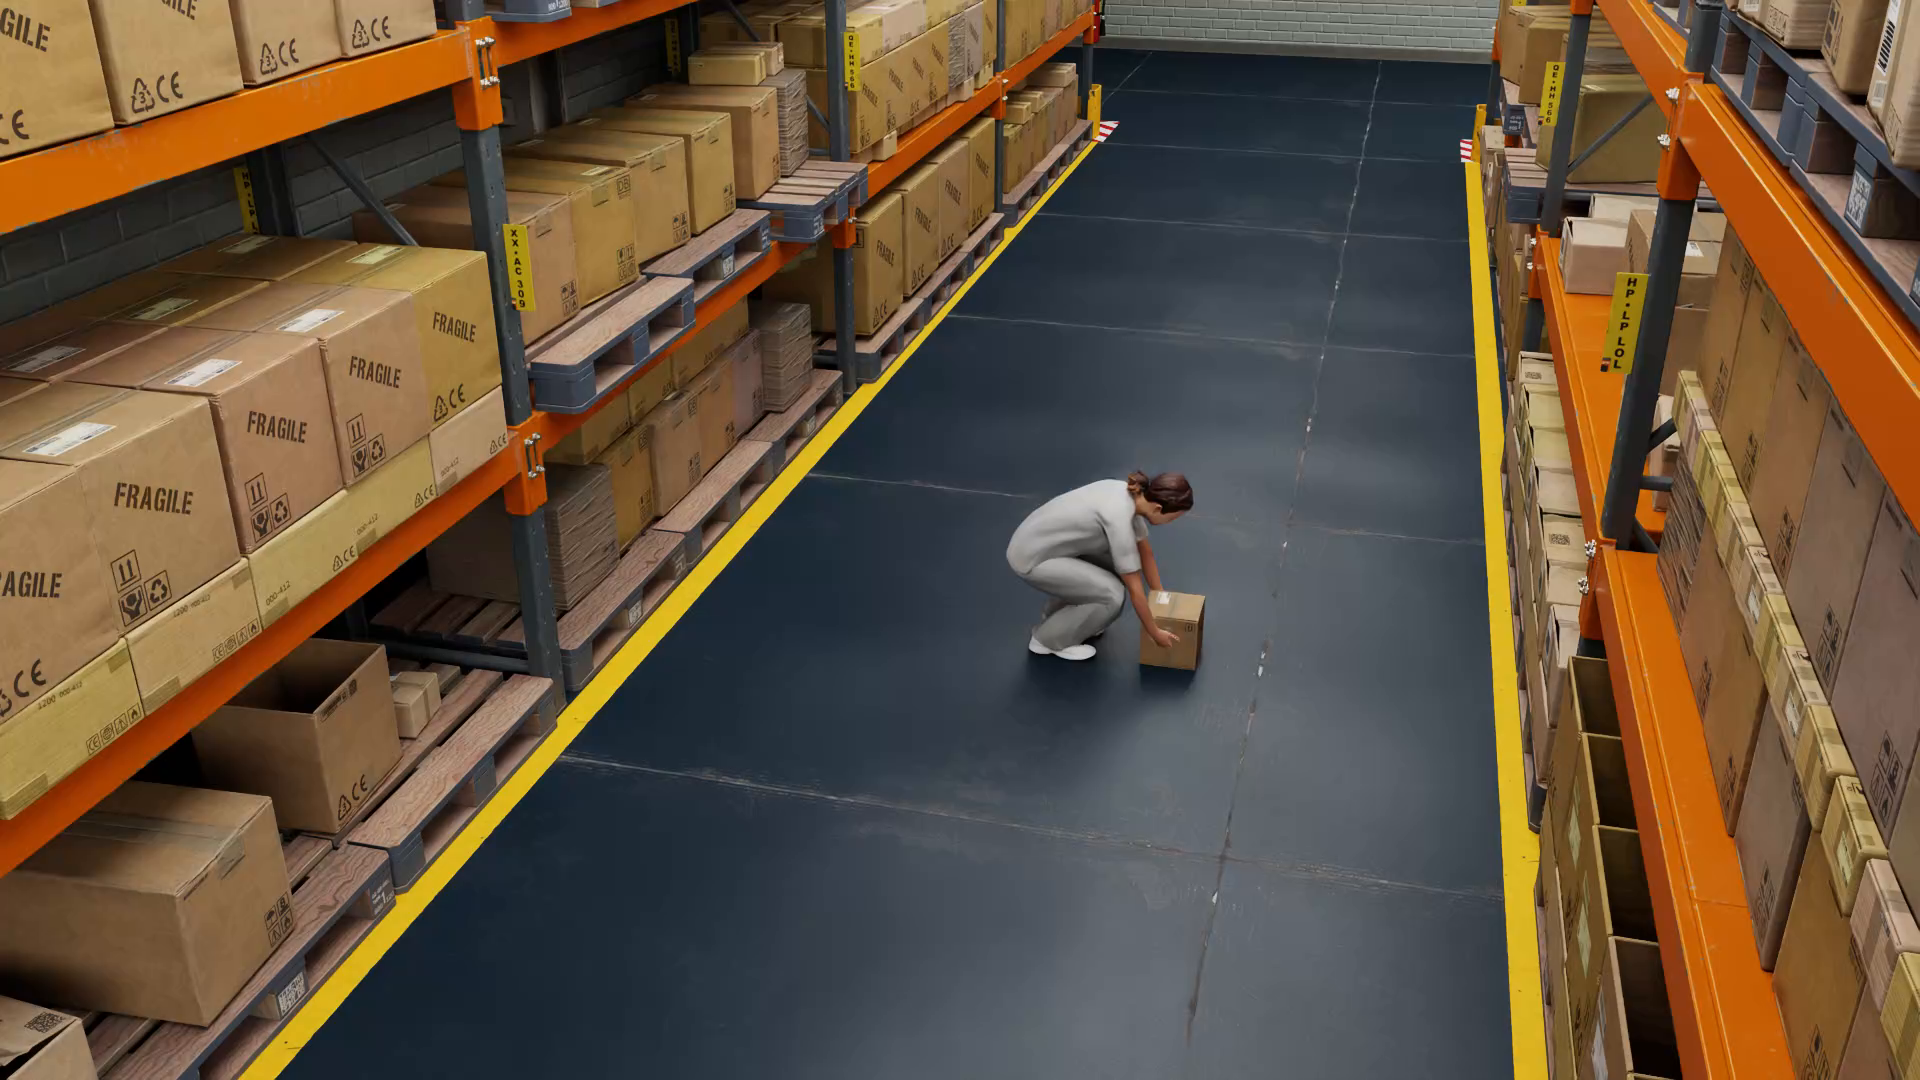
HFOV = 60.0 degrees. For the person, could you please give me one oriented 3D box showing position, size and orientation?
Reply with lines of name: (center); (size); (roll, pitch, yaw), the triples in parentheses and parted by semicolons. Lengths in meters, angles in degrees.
person: (0.614, 0.085, 7.388); (0.803, 0.858, 0.484); (6, 26, 13)
